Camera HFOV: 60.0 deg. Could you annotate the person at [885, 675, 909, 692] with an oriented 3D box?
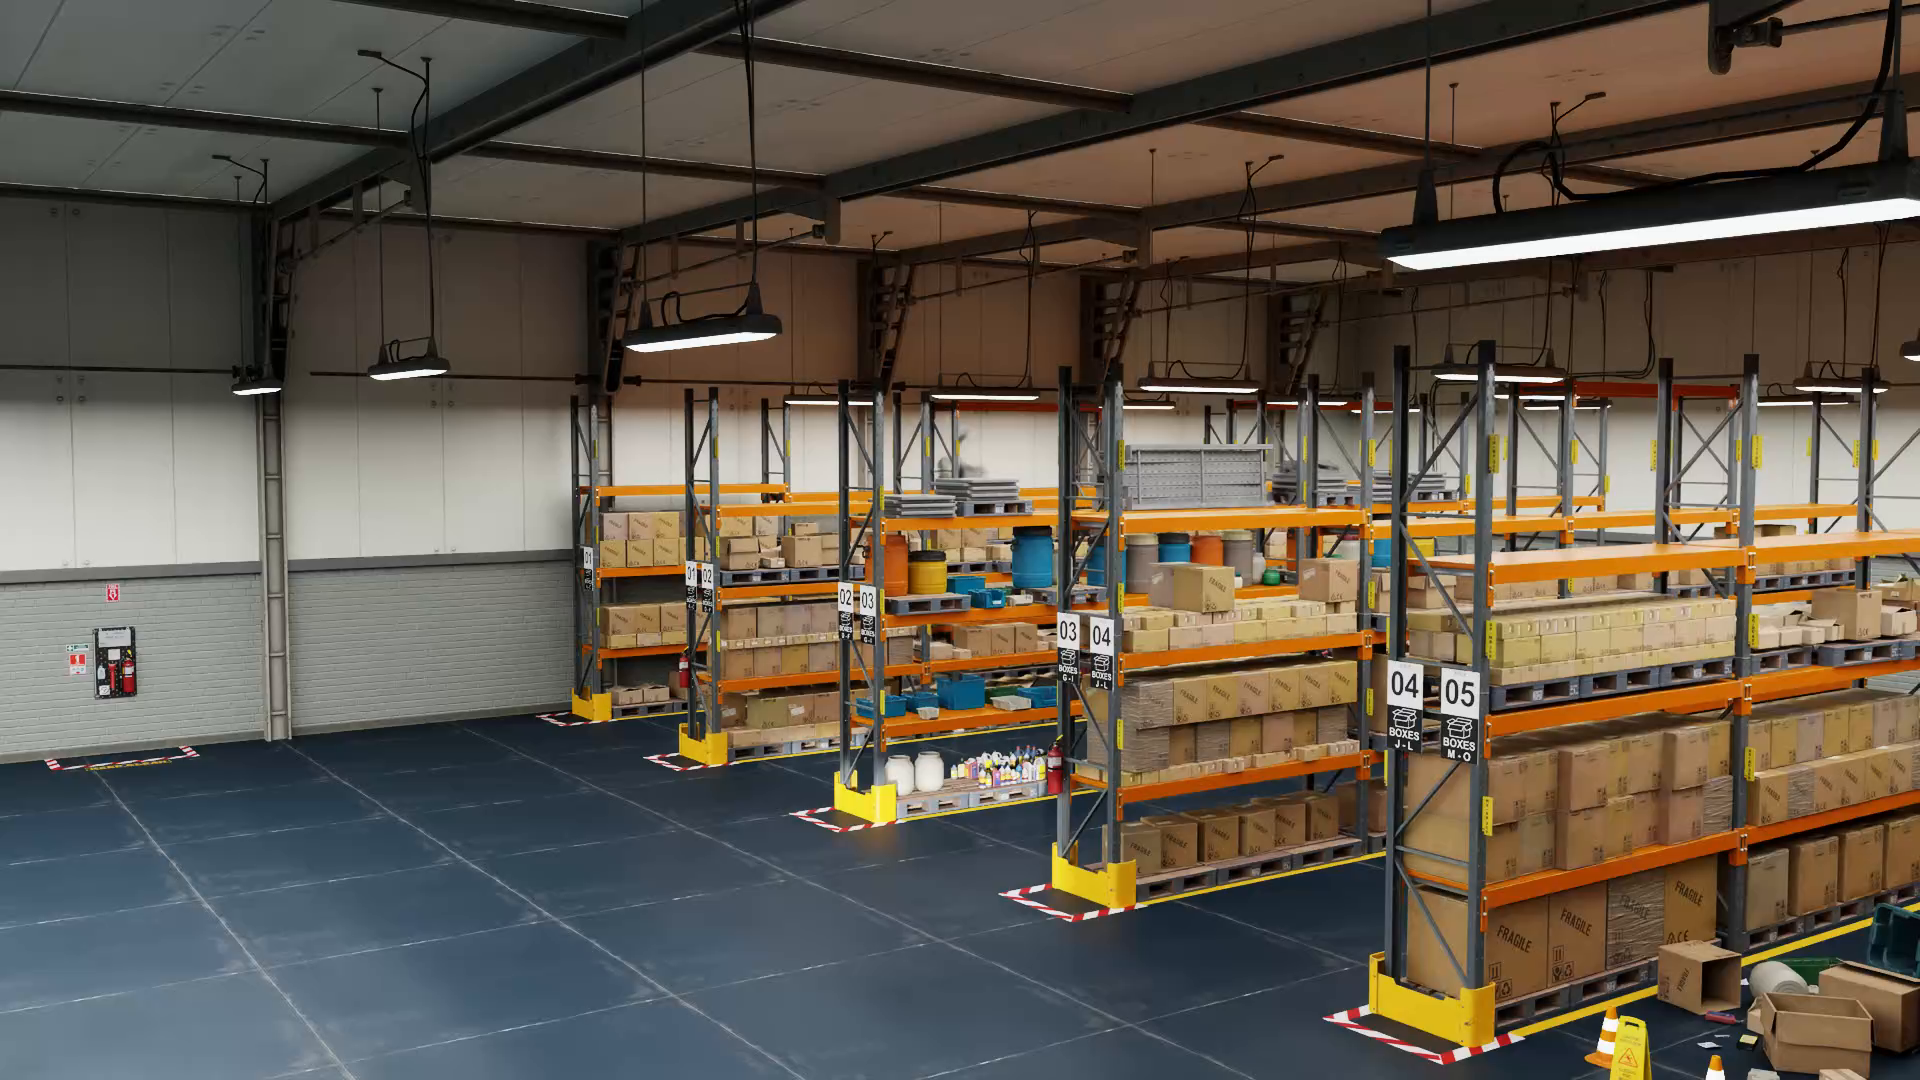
[{"bbox_3d":[-1.163,2.368,31.126,0.771,1.571,0.546,-3,5,-43],"label":"person"}]
